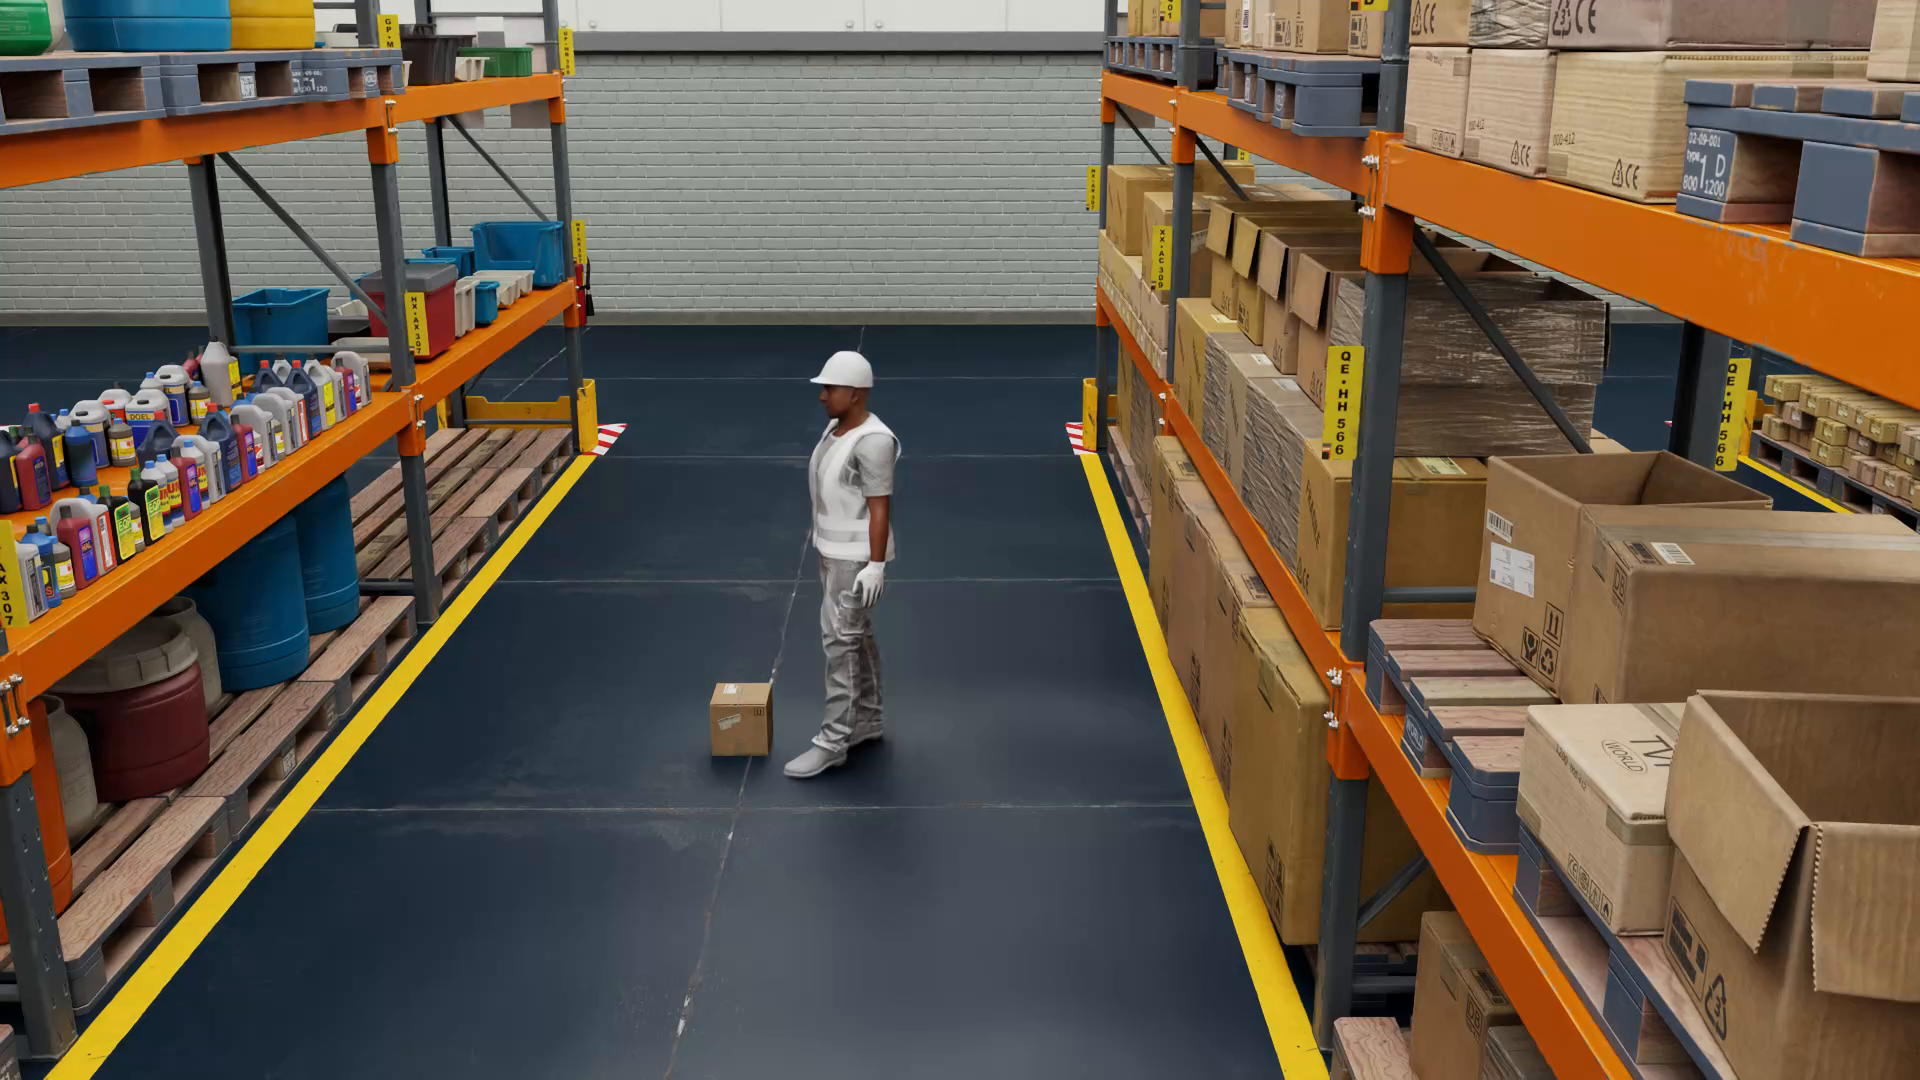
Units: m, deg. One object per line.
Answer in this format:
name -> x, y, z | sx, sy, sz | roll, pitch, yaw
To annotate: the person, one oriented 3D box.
person -> -0.577, 0.078, 7.226 | 0.571, 1.789, 0.583 | -6, 18, -20
